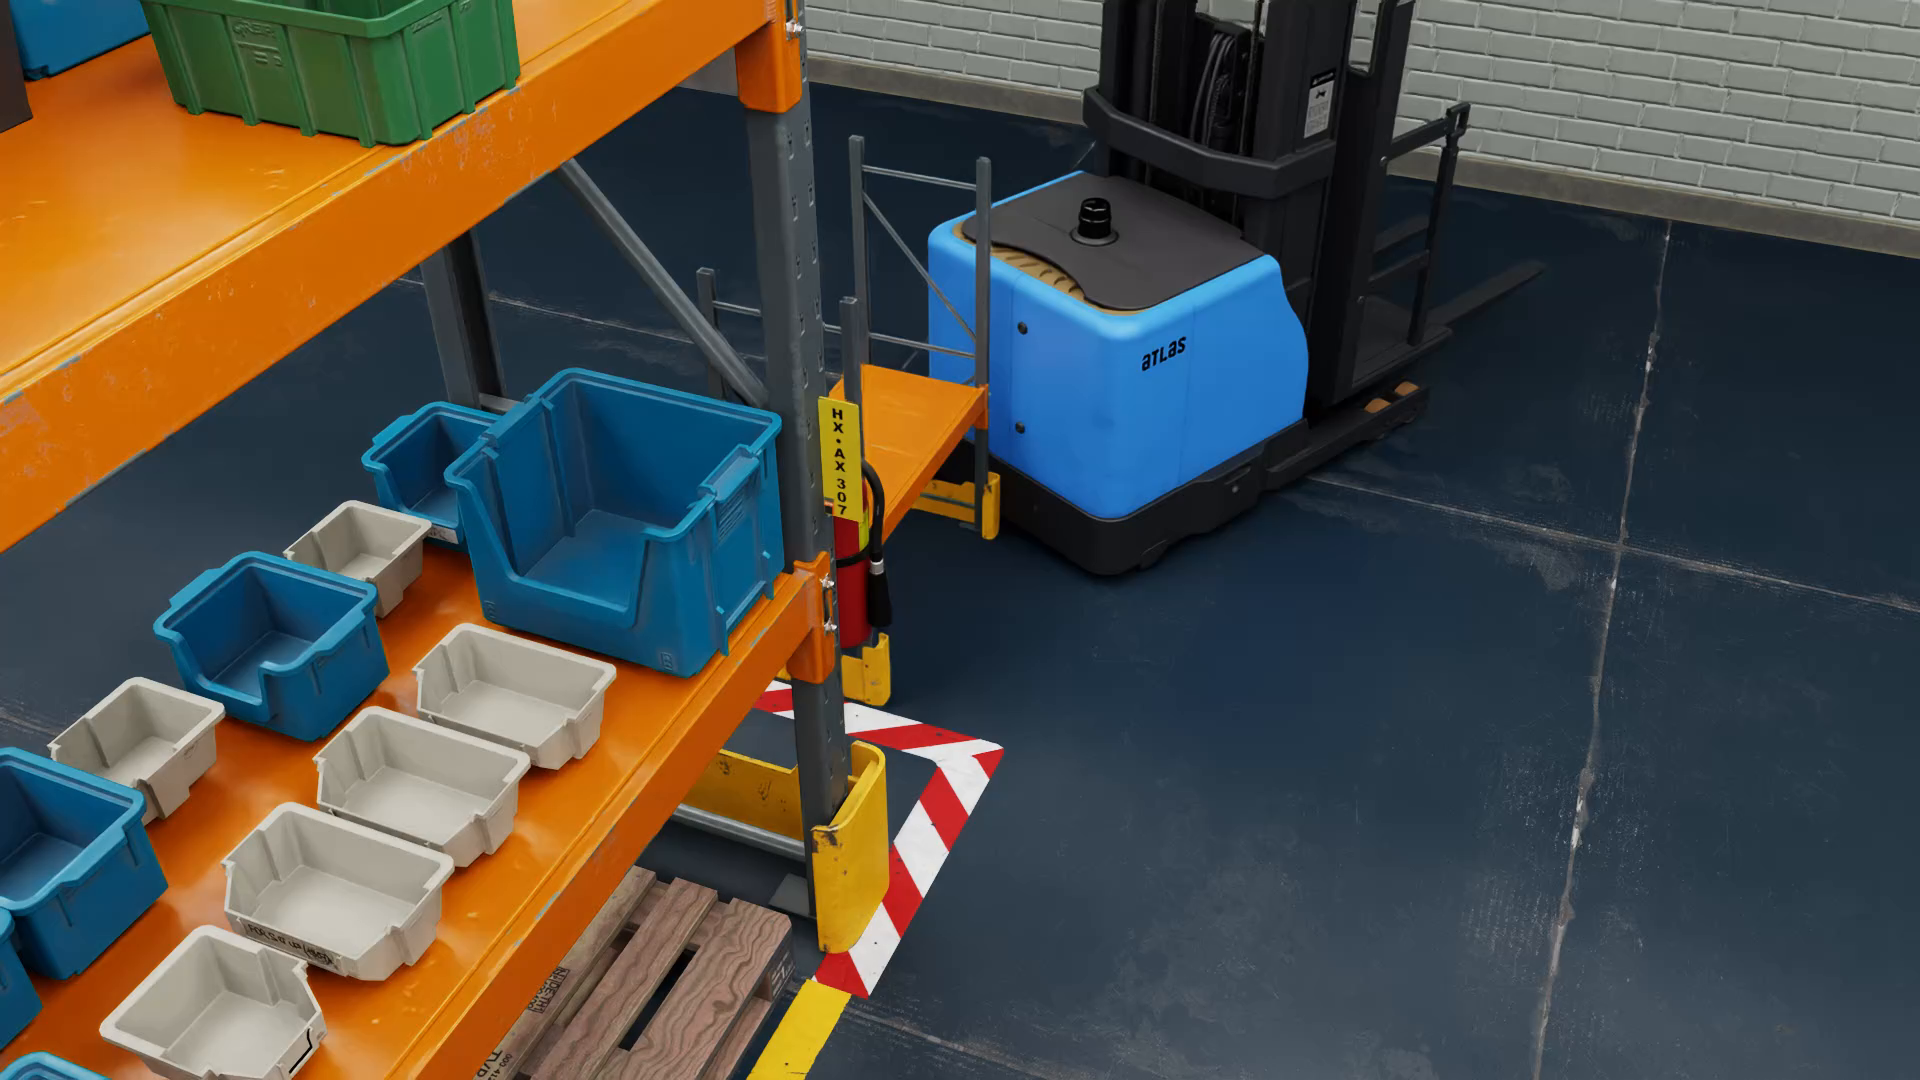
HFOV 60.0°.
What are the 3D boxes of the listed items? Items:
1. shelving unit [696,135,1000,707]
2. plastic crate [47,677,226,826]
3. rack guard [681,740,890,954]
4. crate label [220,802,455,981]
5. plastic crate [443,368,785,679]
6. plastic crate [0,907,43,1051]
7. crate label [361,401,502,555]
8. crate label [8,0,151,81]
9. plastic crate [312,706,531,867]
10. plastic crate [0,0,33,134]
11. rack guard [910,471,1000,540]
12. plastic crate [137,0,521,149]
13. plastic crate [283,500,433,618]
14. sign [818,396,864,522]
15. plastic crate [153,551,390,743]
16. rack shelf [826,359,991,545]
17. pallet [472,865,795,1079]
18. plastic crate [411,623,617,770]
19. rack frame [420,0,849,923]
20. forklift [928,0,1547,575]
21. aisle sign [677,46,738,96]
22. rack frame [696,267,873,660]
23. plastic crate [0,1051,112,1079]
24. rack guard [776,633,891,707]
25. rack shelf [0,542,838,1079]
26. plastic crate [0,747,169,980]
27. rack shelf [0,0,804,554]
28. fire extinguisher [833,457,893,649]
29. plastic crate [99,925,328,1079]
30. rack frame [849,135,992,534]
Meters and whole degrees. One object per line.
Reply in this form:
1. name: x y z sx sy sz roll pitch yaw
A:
1. shelving unit: -0.323 -0.409 5.543 0.587 1.500 1.083 14 39 18
2. plastic crate: -1.645 0.443 3.322 0.250 0.136 0.298 14 39 18
3. rack guard: -0.793 0.750 4.829 1.175 0.500 0.348 14 39 18
4. crate label: -1.140 0.657 3.036 0.396 0.136 0.243 14 39 18
5. plastic crate: -0.745 -0.045 3.725 0.616 0.435 0.499 14 39 18
6. plastic crate: -1.804 0.765 2.810 0.416 0.233 0.300 14 39 18
7. crate label: -1.189 -0.130 4.008 0.416 0.233 0.303 14 39 18
8. crate label: -1.440 -0.939 2.620 0.408 0.251 0.502 14 39 18
9. plastic crate: -1.057 0.497 3.250 0.396 0.136 0.243 14 39 18
10. plastic crate: -1.626 -0.628 2.131 0.504 0.338 0.767 14 39 18
11. rack guard: -0.131 -0.186 6.286 0.587 0.250 0.087 14 39 18
12. plastic crate: -0.901 -0.740 2.406 0.450 0.188 0.336 14 39 18
13. plastic crate: -1.387 0.067 3.825 0.250 0.136 0.298 14 39 18
14. sign: -0.275 -0.184 3.854 0.100 0.325 0.005 14 39 18
15. plastic crate: -1.439 0.235 3.520 0.416 0.233 0.300 14 39 18
16. rack shelf: -0.326 -0.261 5.645 0.538 0.185 1.000 14 39 18
17. pallet: -1.140 1.330 4.294 1.003 0.211 1.213 14 39 18
18. plastic crate: -0.933 0.340 3.460 0.396 0.136 0.243 14 39 18
19. rack frame: -0.790 -0.235 4.058 1.000 3.000 0.127 14 39 18
20. forklift: 1.309 -1.798 6.207 3.031 2.935 1.130 -28 45 -32
21. aisle sign: -0.492 -1.249 3.244 0.394 0.787 0.004 14 39 18
22. rack frame: -0.521 -0.122 5.161 0.500 1.500 0.032 14 39 18
23. plastic crate: -1.335 1.004 2.491 0.416 0.233 0.300 14 39 18
24. rack guard: -0.512 0.367 5.551 0.587 0.250 0.087 14 39 18
25. rack shelf: -1.551 1.161 2.792 1.077 0.370 4.000 14 39 18
26. plastic crate: -1.690 0.599 3.033 0.416 0.233 0.300 14 39 18
27. rack shelf: -1.551 -0.041 1.894 1.077 0.370 4.000 14 39 18
28. fire extinguisher: -0.313 -0.034 4.166 0.296 0.674 0.183 14 39 18
29. plastic crate: -1.236 0.825 2.811 0.298 0.136 0.250 14 39 18
30. rack frame: -0.132 -0.687 5.912 0.500 1.500 0.032 14 39 18
